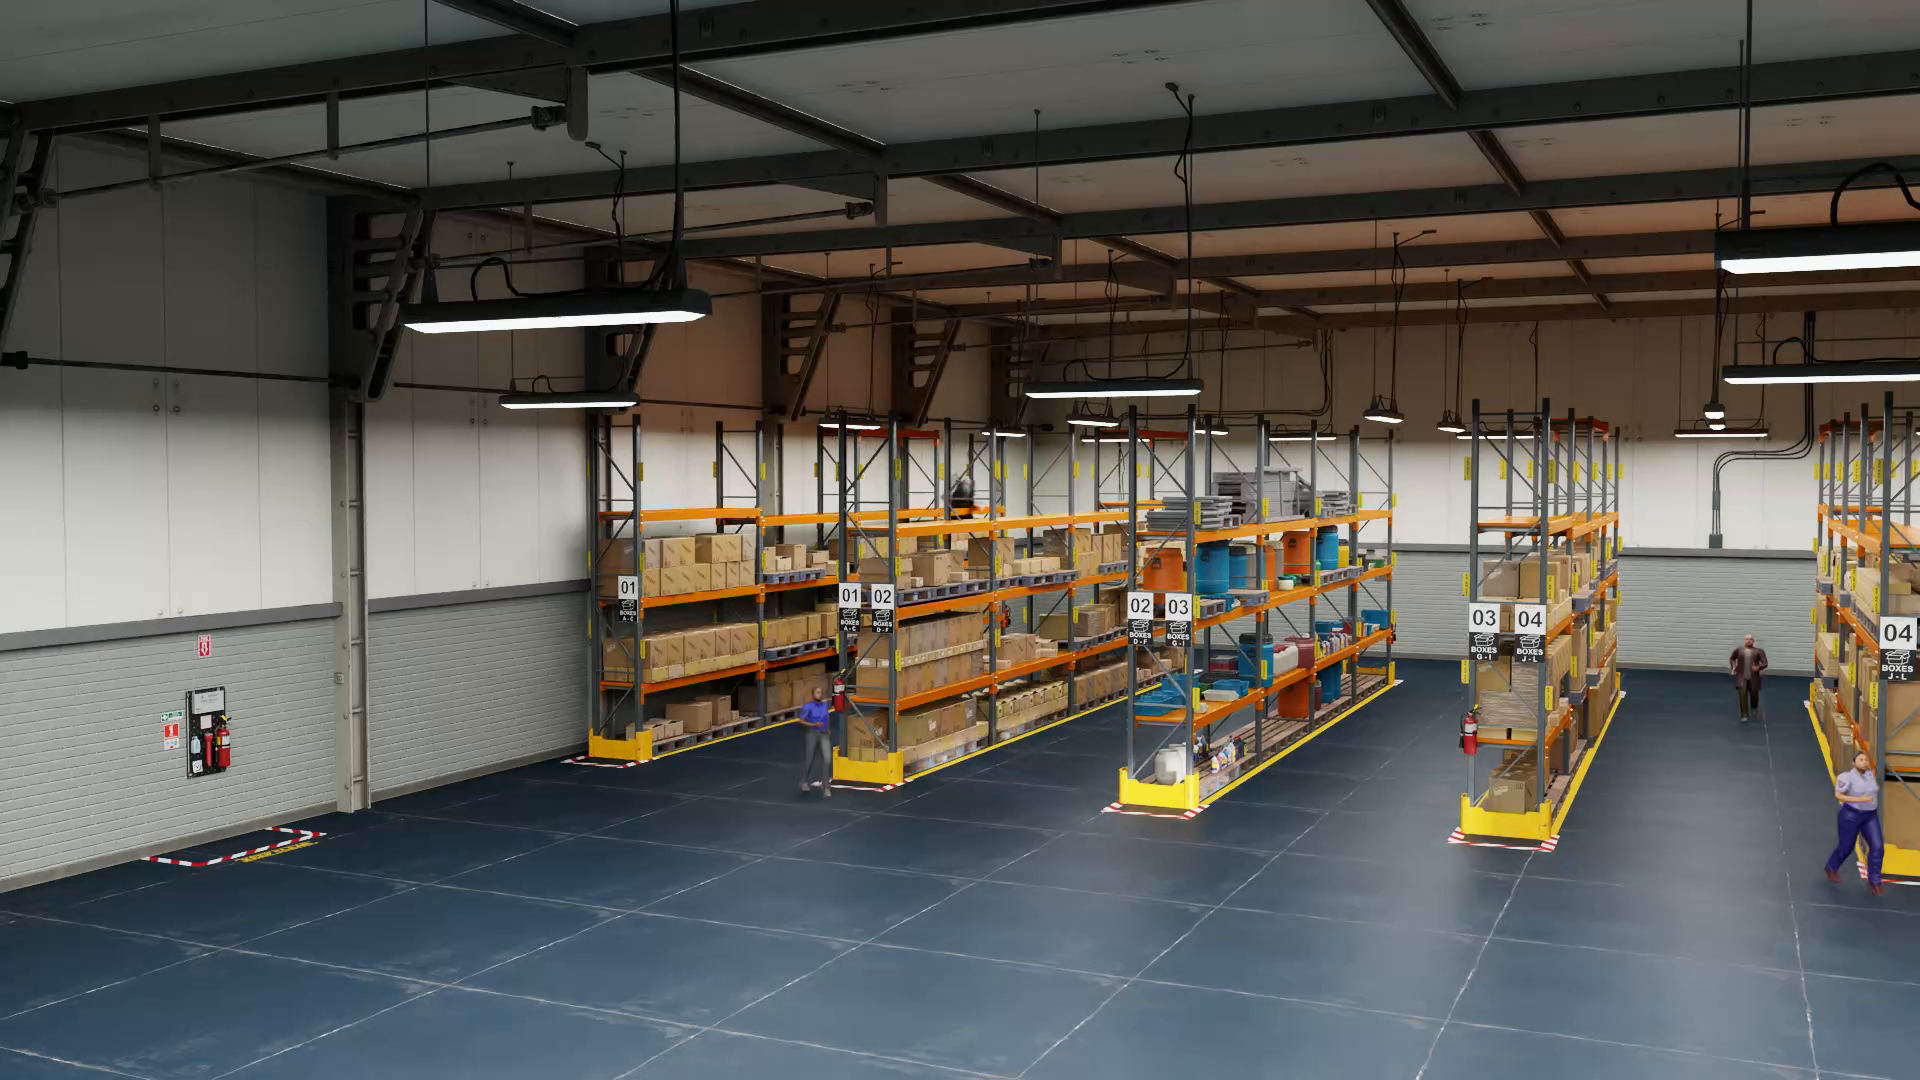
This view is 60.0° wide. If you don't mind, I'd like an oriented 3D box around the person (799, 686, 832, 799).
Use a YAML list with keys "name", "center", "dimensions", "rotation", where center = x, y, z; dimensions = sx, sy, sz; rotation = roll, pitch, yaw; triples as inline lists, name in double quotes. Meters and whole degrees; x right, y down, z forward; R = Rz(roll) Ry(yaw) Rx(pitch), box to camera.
- name: "person"
  center: [-2.218, 3.116, 25.719]
  dimensions: [0.582, 1.690, 0.733]
  rotation: [-1, 3, -29]

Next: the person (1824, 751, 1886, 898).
- name: "person"
  center: [10.704, 3.373, 19.862]
  dimensions: [0.607, 1.701, 0.779]
  rotation: [0, 2, -6]

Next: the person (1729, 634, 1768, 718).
- name: "person"
  center: [15.765, 2.765, 33.281]
  dimensions: [0.717, 1.584, 0.759]
  rotation: [1, 3, 30]
